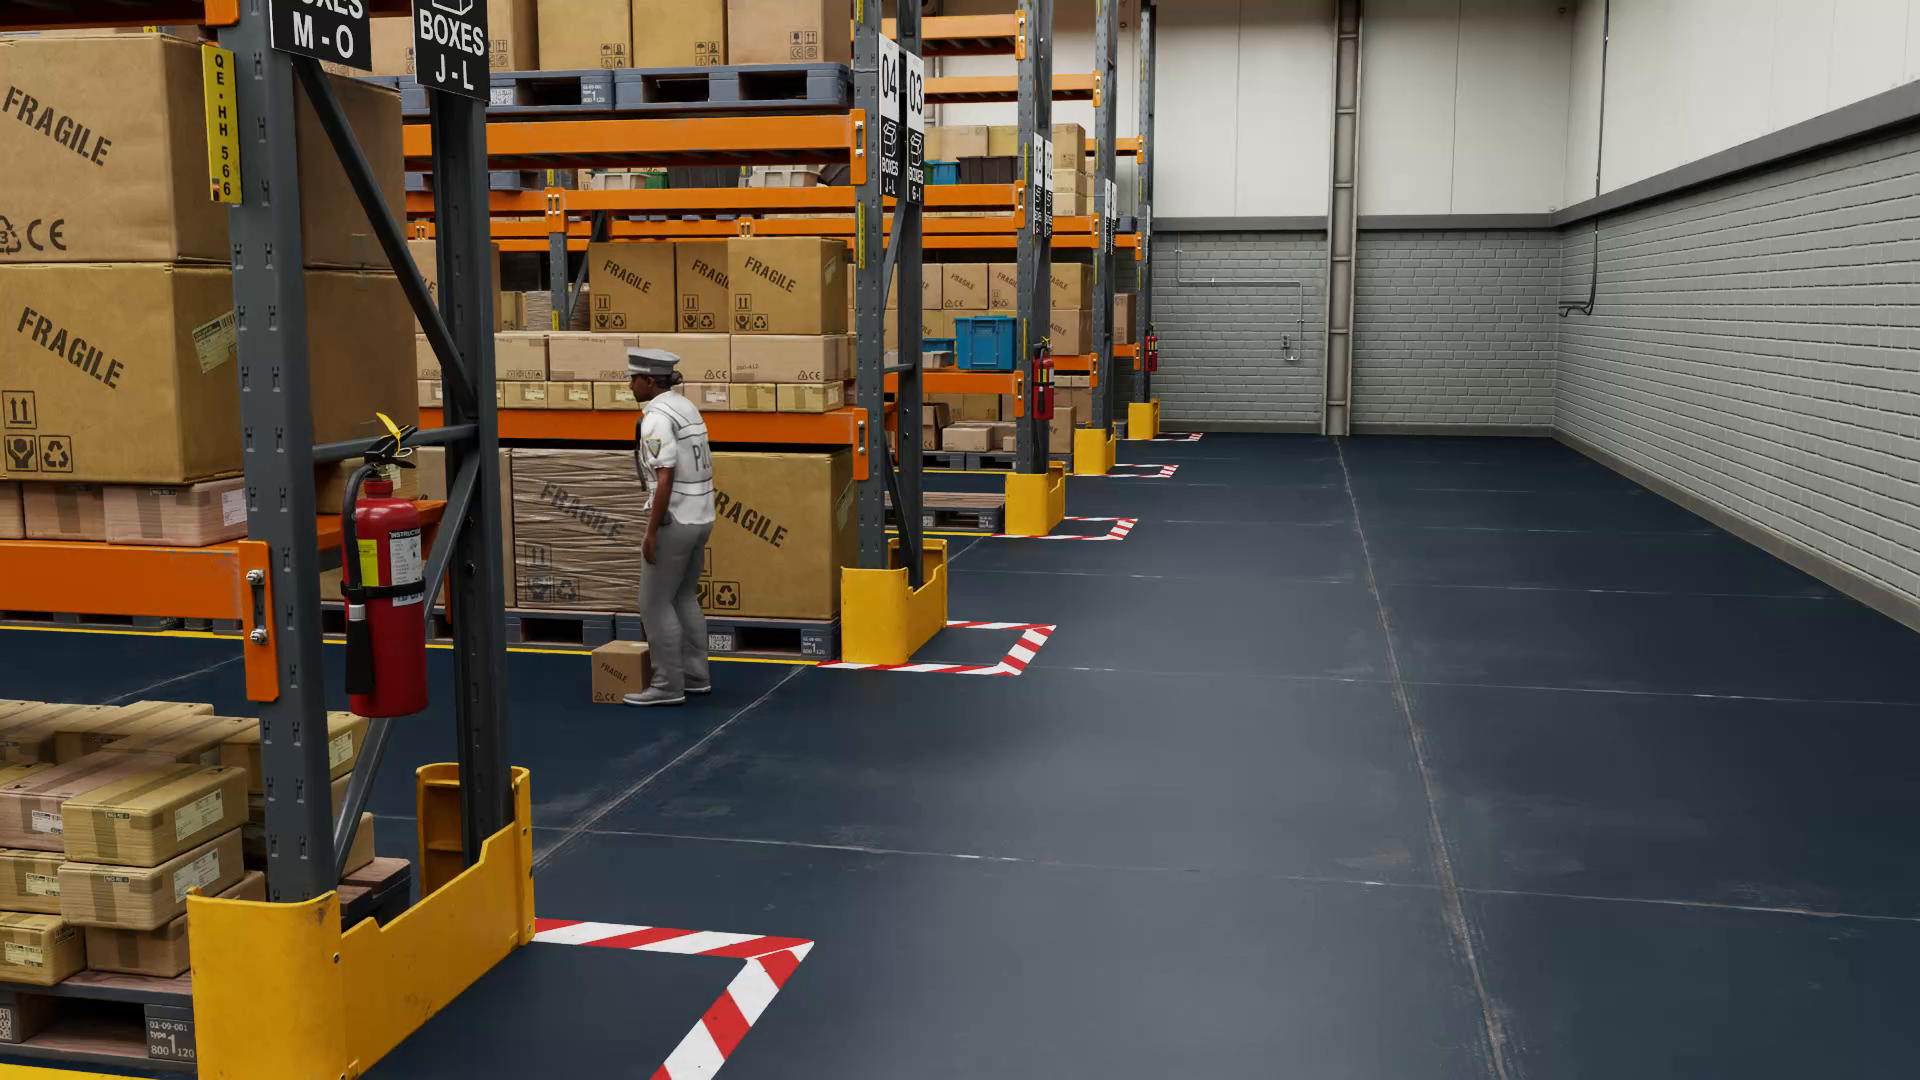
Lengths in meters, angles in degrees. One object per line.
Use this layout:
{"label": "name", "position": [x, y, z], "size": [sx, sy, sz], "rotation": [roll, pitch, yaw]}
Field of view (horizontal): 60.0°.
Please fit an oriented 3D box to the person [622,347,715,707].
{"label": "person", "position": [-1.361, -0.065, 7.763], "size": [0.422, 1.663, 0.532], "rotation": [1, 8, 8]}
